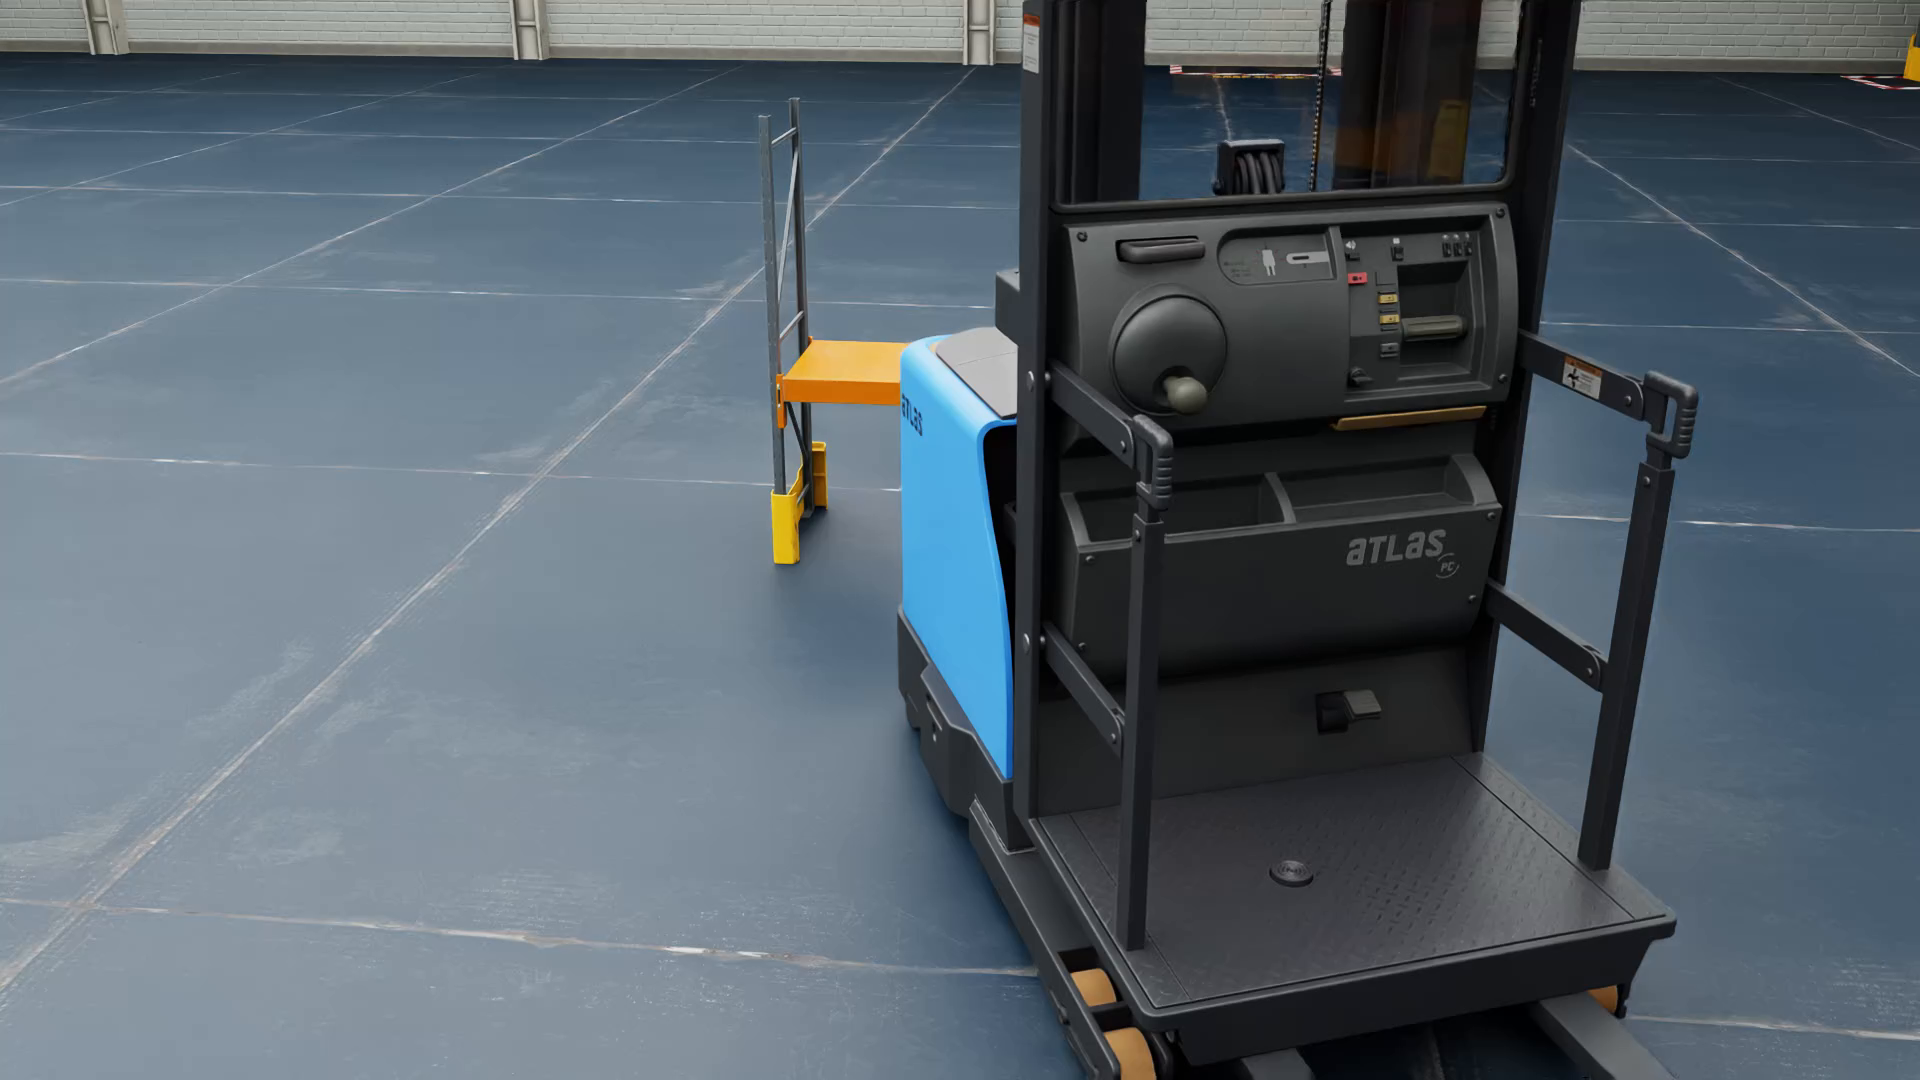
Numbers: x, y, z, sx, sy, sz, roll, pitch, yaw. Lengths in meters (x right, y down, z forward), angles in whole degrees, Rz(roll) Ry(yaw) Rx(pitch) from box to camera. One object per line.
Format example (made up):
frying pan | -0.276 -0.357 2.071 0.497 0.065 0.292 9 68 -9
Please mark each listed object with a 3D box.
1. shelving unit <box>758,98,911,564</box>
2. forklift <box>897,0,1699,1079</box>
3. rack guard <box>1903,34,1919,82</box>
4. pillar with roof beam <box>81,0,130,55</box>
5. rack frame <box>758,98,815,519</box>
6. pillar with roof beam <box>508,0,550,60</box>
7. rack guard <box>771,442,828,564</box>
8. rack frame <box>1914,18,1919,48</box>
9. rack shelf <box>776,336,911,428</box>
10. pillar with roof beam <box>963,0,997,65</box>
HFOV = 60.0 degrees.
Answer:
shelving unit | -0.076 -0.701 5.672 1.083 1.500 0.587 2 22 6
forklift | 0.717 -0.426 3.031 1.130 2.935 3.031 -6 22 -15
rack guard | 11.449 -5.589 19.396 0.348 0.500 1.175 2 22 6
pillar with roof beam | -12.170 -9.297 17.215 0.400 9.000 9.100 2 22 6
rack frame | -0.590 -0.723 5.729 0.032 1.500 0.500 2 22 6
pillar with roof beam | -6.211 -9.037 16.559 0.400 9.000 9.100 2 22 6
rack guard | -0.570 -0.141 5.957 0.087 0.250 0.587 2 22 6
rack frame | 11.373 -6.755 18.945 0.127 3.000 1.000 2 22 6
rack shelf | -0.085 -0.534 5.740 1.000 0.185 0.538 2 22 6
pillar with roof beam | -0.253 -8.777 15.902 0.400 9.000 9.100 2 22 6
